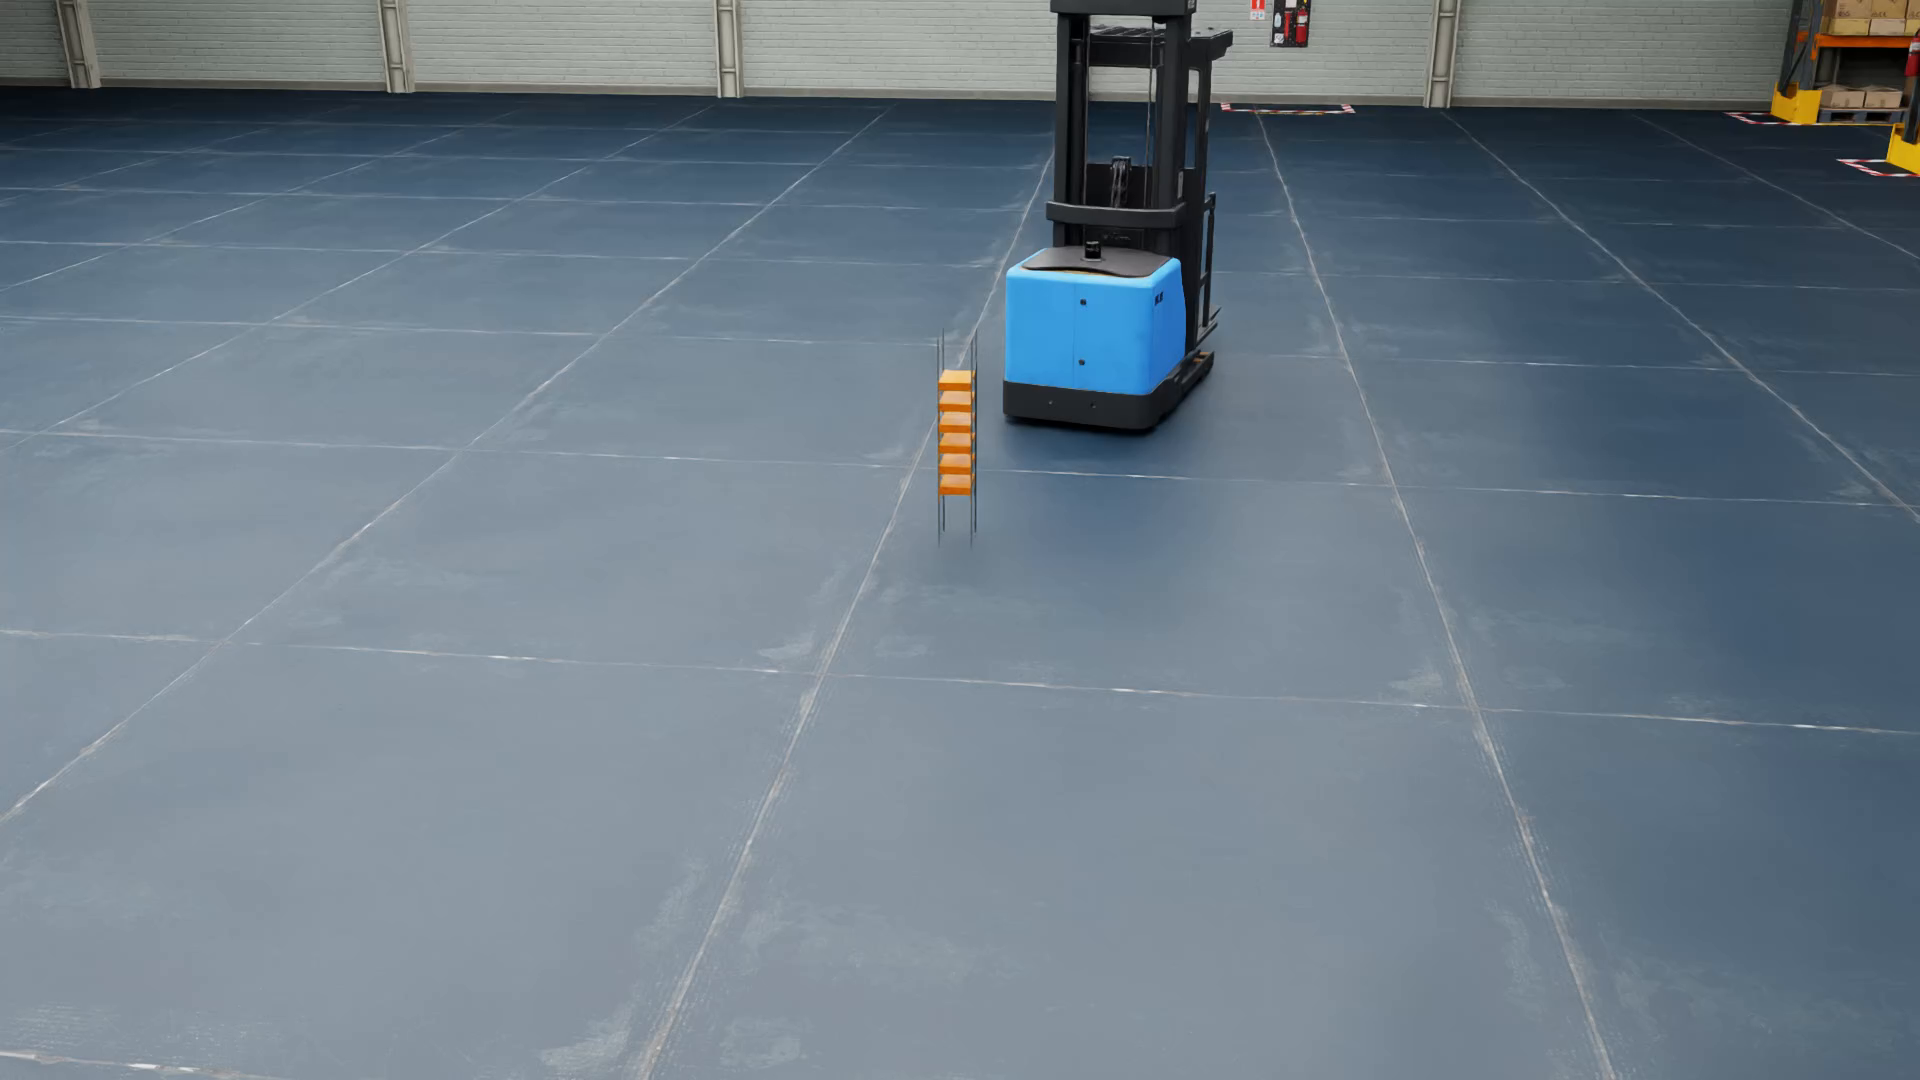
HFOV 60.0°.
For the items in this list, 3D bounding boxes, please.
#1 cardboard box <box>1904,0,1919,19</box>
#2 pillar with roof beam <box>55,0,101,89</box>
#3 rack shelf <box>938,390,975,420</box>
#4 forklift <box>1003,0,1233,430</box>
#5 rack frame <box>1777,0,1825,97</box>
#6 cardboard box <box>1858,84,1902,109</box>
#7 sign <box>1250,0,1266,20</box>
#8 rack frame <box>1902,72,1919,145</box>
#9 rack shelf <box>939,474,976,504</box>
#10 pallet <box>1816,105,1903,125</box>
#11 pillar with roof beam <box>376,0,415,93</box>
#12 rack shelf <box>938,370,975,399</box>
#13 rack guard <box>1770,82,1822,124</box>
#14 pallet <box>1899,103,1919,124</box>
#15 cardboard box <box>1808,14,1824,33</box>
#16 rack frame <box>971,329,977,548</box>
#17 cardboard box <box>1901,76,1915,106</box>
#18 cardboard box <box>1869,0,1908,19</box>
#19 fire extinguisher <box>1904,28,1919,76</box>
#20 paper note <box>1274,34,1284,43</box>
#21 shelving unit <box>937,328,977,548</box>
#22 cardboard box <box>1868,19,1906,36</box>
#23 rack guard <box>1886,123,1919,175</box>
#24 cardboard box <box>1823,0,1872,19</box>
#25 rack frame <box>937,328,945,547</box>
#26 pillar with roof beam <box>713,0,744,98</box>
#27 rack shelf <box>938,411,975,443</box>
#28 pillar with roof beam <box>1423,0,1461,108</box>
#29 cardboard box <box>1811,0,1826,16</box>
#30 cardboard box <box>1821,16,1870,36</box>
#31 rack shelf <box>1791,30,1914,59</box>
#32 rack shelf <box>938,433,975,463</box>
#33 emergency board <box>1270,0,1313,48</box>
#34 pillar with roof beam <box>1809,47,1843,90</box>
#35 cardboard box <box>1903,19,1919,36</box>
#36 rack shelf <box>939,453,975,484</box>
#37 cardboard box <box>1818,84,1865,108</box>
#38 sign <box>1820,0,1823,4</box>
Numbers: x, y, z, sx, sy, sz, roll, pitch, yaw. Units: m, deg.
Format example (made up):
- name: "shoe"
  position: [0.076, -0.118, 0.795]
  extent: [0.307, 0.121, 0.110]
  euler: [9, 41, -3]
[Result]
- name: "cardboard box"
  position: [14.528, -8.167, 25.174]
  extent: [0.500, 0.500, 0.500]
  euler: [2, 22, 5]
- name: "pillar with roof beam"
  position: [-16.413, -10.860, 24.670]
  extent: [0.400, 9.000, 9.100]
  euler: [2, 22, 6]
- name: "rack shelf"
  position: [-0.014, -0.740, 9.149]
  extent: [0.180, 0.103, 0.258]
  euler: [2, 22, 6]
- name: "forklift"
  position: [1.293, -2.610, 12.056]
  extent: [1.130, 2.935, 3.031]
  euler: [8, 23, 19]
- name: "rack frame"
  position: [13.088, -8.059, 25.743]
  extent: [0.127, 3.000, 1.000]
  euler: [2, 22, 6]
- name: "cardboard box"
  position: [14.330, -6.925, 25.936]
  extent: [0.500, 0.311, 0.500]
  euler: [4, 22, 11]
- name: "sign"
  position: [4.940, -8.803, 27.577]
  extent: [0.234, 0.329, 0.001]
  euler: [2, 22, 6]
- name: "rack frame"
  position: [12.508, -6.250, 21.168]
  extent: [0.127, 3.000, 1.000]
  euler: [2, 22, 6]
- name: "rack shelf"
  position: [-0.014, -0.294, 9.325]
  extent: [0.180, 0.103, 0.258]
  euler: [2, 22, 6]
- name: "pallet"
  position: [13.966, -6.710, 26.126]
  extent: [1.213, 0.211, 1.003]
  euler: [2, 22, 6]
- name: "pillar with roof beam"
  position: [-10.455, -10.601, 24.014]
  extent: [0.400, 9.000, 9.100]
  euler: [2, 22, 6]
- name: "rack shelf"
  position: [-0.014, -0.852, 9.105]
  extent: [0.180, 0.103, 0.258]
  euler: [2, 22, 6]
- name: "rack guard"
  position: [13.163, -6.893, 26.195]
  extent: [0.348, 0.500, 1.175]
  euler: [2, 22, 6]
- name: "pallet"
  position: [15.174, -6.657, 25.990]
  extent: [1.213, 0.211, 1.003]
  euler: [2, 22, 6]
- name: "cardboard box"
  position: [13.575, -8.049, 25.895]
  extent: [0.500, 0.250, 0.500]
  euler: [3, 22, 7]
- name: "rack frame"
  position: [0.076, -0.555, 9.211]
  extent: [0.006, 1.200, 0.240]
  euler: [2, 22, 6]
- name: "cardboard box"
  position: [15.053, -6.963, 25.774]
  extent: [0.500, 0.500, 0.700]
  euler: [1, 22, 3]
- name: "cardboard box"
  position: [14.016, -8.191, 25.236]
  extent: [0.500, 0.500, 0.500]
  euler: [3, 22, 6]
- name: "fire extinguisher"
  position: [12.446, -6.388, 21.624]
  extent: [0.183, 0.674, 0.296]
  euler: [2, 22, 6]
- name: "paper note"
  position: [5.309, -8.348, 27.673]
  extent: [0.142, 0.148, 0.016]
  euler: [2, 22, 6]
- name: "shelving unit"
  position: [-0.014, -0.559, 9.221]
  extent: [0.189, 1.200, 0.258]
  euler: [2, 22, 6]
- name: "cardboard box"
  position: [14.052, -7.844, 25.377]
  extent: [0.500, 0.250, 0.500]
  euler: [2, 22, 5]
- name: "rack guard"
  position: [12.485, -5.088, 21.630]
  extent: [0.348, 0.500, 1.175]
  euler: [2, 22, 6]
- name: "cardboard box"
  position: [13.526, -8.216, 25.300]
  extent: [0.500, 0.500, 0.500]
  euler: [3, 22, 6]
- name: "rack frame"
  position: [-0.105, -0.563, 9.231]
  extent: [0.006, 1.200, 0.240]
  euler: [2, 22, 6]
- name: "pillar with roof beam"
  position: [-4.497, -10.341, 23.357]
  extent: [0.400, 9.000, 9.100]
  euler: [2, 22, 6]
- name: "rack shelf"
  position: [-0.014, -0.629, 9.193]
  extent: [0.180, 0.103, 0.258]
  euler: [2, 22, 6]
- name: "pillar with roof beam"
  position: [7.420, -9.822, 22.044]
  extent: [0.400, 9.000, 9.100]
  euler: [2, 22, 6]
- name: "cardboard box"
  position: [13.581, -8.404, 25.774]
  extent: [0.500, 0.500, 0.500]
  euler: [2, 22, 6]
- name: "cardboard box"
  position: [13.535, -7.861, 25.421]
  extent: [0.500, 0.250, 0.500]
  euler: [2, 22, 5]
- name: "rack shelf"
  position: [15.074, -7.637, 25.657]
  extent: [4.000, 0.370, 1.077]
  euler: [2, 22, 6]
- name: "rack shelf"
  position: [-0.014, -0.517, 9.237]
  extent: [0.180, 0.103, 0.258]
  euler: [2, 22, 6]
- name: "emergency board"
  position: [5.477, -8.725, 27.428]
  extent: [0.643, 1.169, 0.194]
  euler: [2, 22, 6]
- name: "pillar with roof beam"
  position: [13.378, -9.562, 21.387]
  extent: [0.400, 9.000, 9.100]
  euler: [2, 22, 6]
- name: "cardboard box"
  position: [14.557, -7.820, 25.316]
  extent: [0.500, 0.250, 0.500]
  euler: [2, 22, 5]
- name: "rack shelf"
  position: [-0.014, -0.406, 9.281]
  extent: [0.180, 0.103, 0.258]
  euler: [2, 22, 6]
- name: "cardboard box"
  position: [13.764, -6.950, 25.998]
  extent: [0.500, 0.311, 0.500]
  euler: [0, 22, 0]
- name: "sign"
  position: [13.024, -8.263, 25.083]
  extent: [0.005, 0.325, 0.100]
  euler: [2, 22, 6]
